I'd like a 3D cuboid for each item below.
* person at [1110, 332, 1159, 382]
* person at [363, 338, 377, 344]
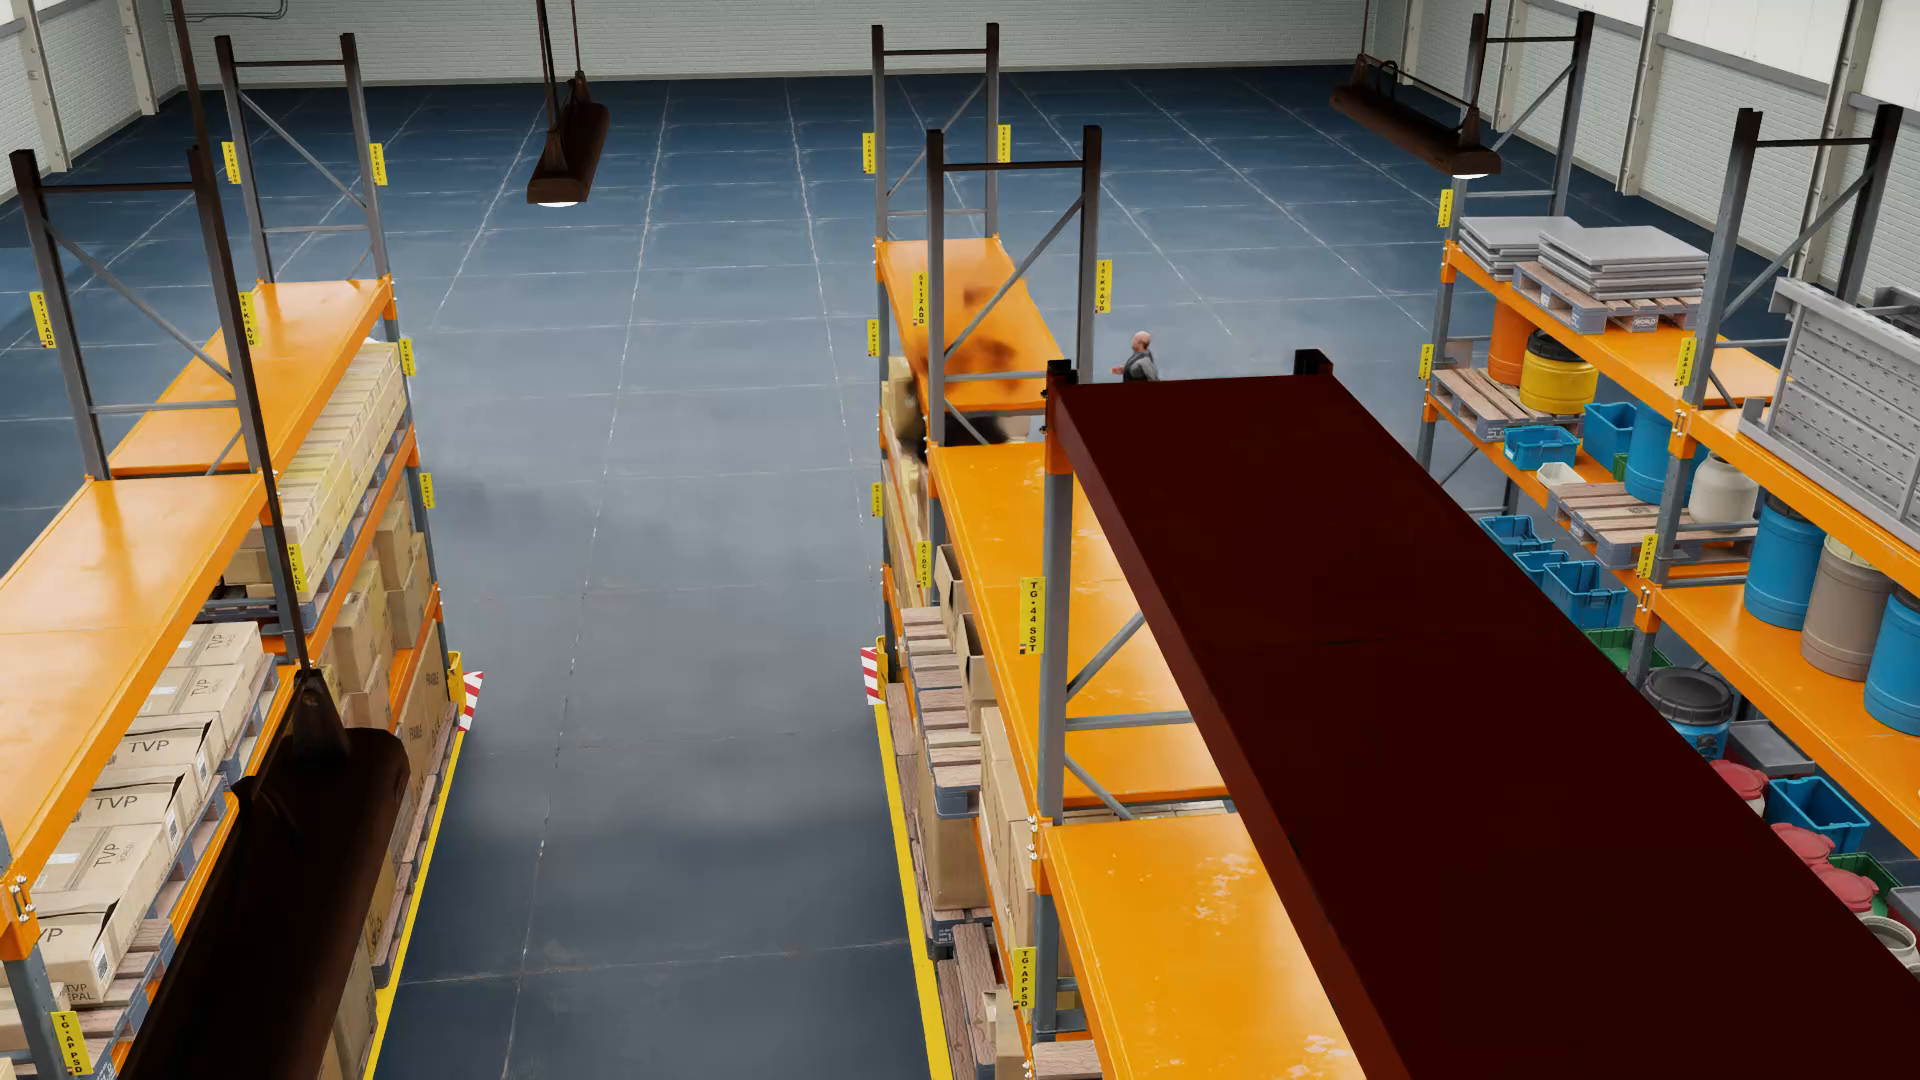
[{"bbox_3d":[2.132,-1.672,19.962,0.950,1.721,0.657,6,26,13],"label":"person"},{"bbox_3d":[-7.273,-1.848,20.353,0.919,1.784,0.664,12,28,23],"label":"person"}]
